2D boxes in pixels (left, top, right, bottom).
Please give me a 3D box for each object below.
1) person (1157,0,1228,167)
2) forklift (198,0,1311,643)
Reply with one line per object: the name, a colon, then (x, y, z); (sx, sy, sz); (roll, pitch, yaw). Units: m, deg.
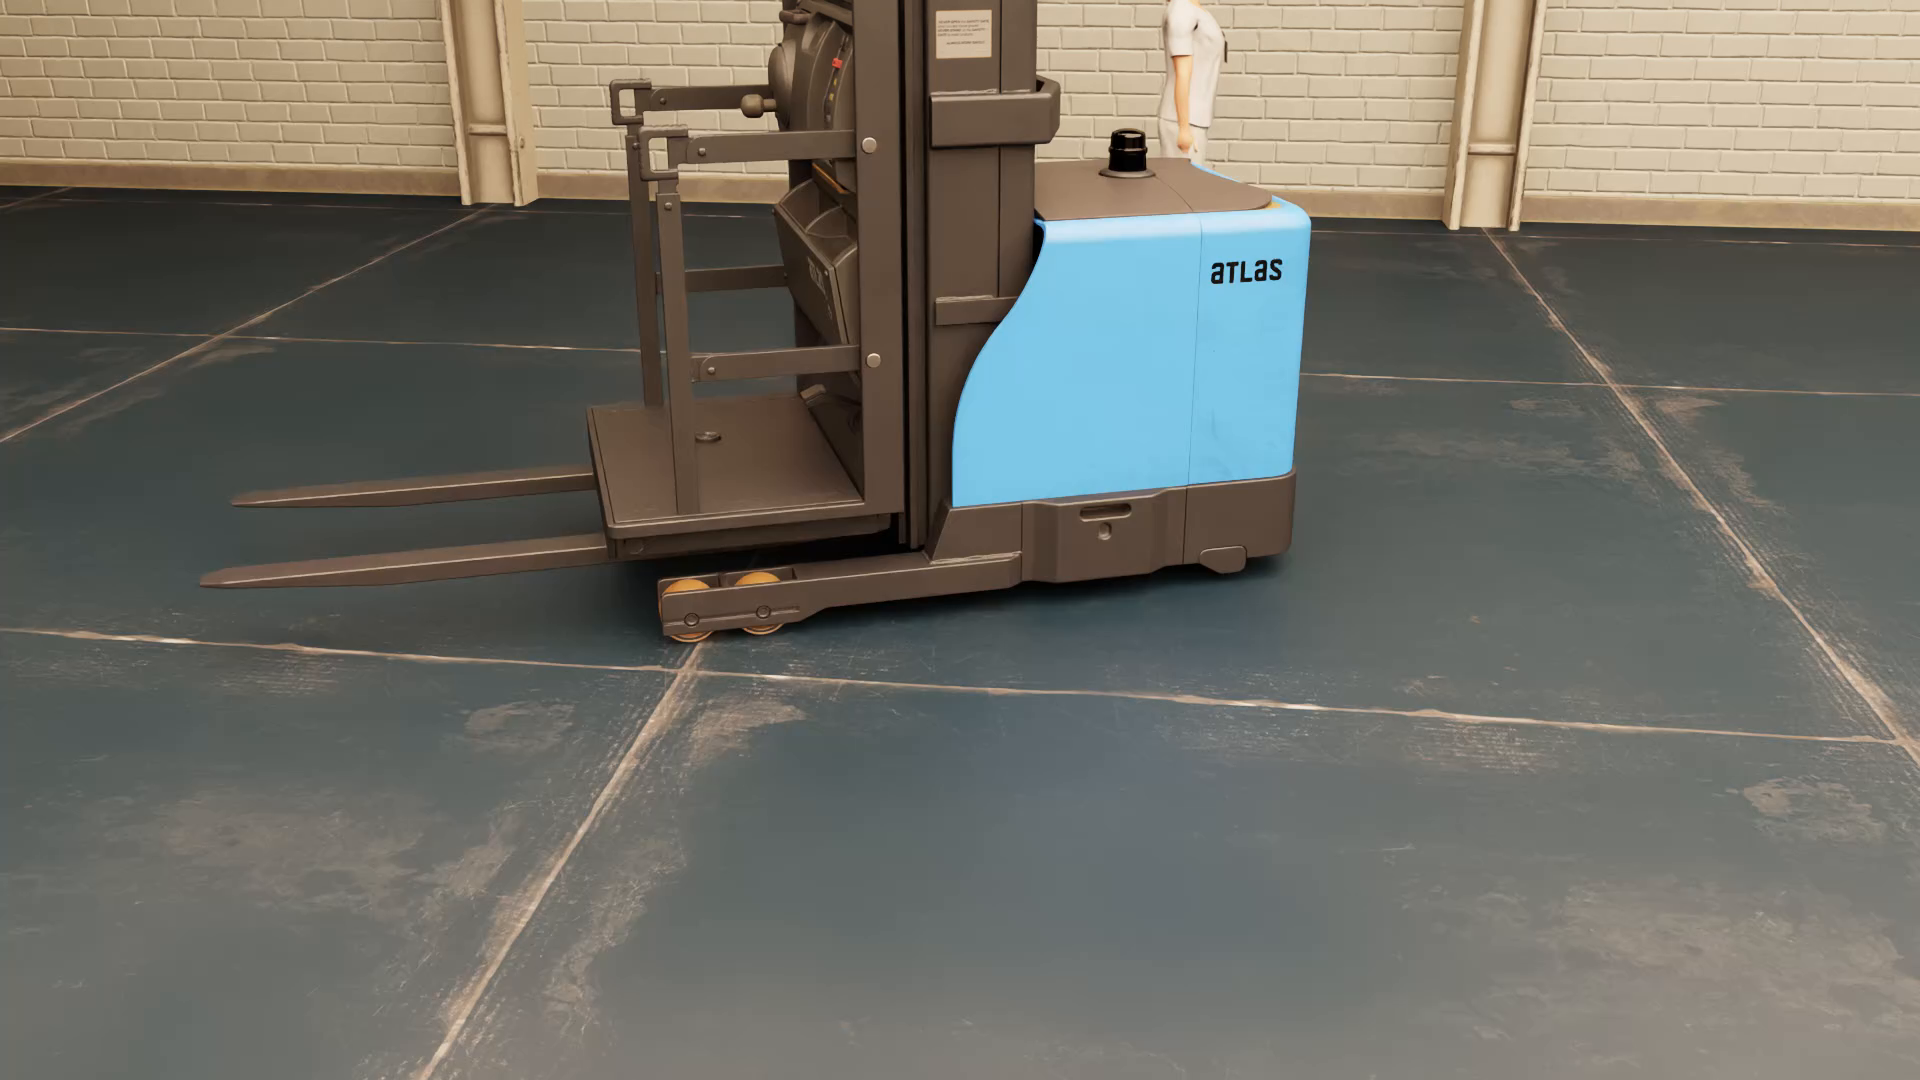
person: (1.052, -1.902, 7.665); (0.376, 1.672, 0.435); (4, 22, 9)
forklift: (-0.588, -1.301, 4.485); (3.031, 2.935, 1.130); (-6, 23, -14)
